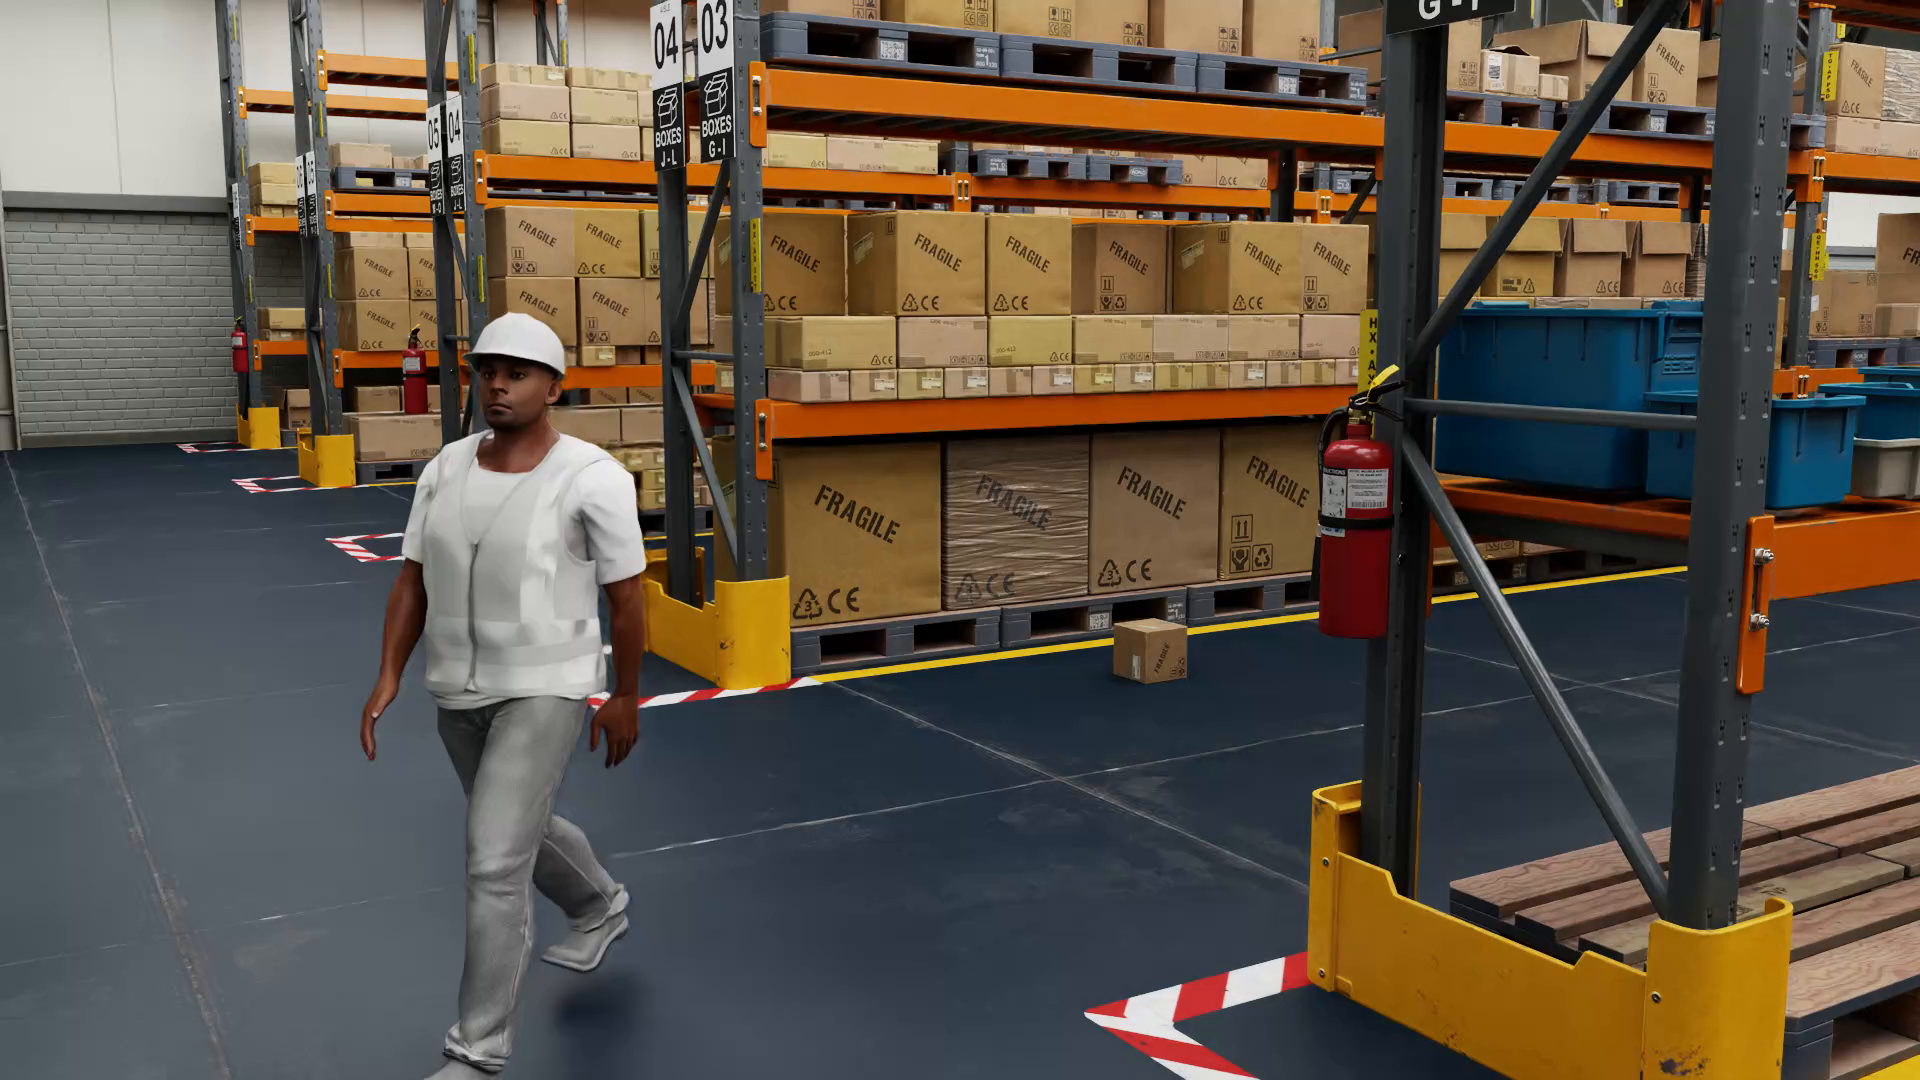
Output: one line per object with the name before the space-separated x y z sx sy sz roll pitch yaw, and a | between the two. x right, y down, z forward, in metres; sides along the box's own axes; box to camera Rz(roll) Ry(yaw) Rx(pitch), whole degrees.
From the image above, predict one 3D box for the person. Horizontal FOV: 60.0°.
person | -1.049 0.345 3.842 0.556 1.725 1.028 3 9 22
